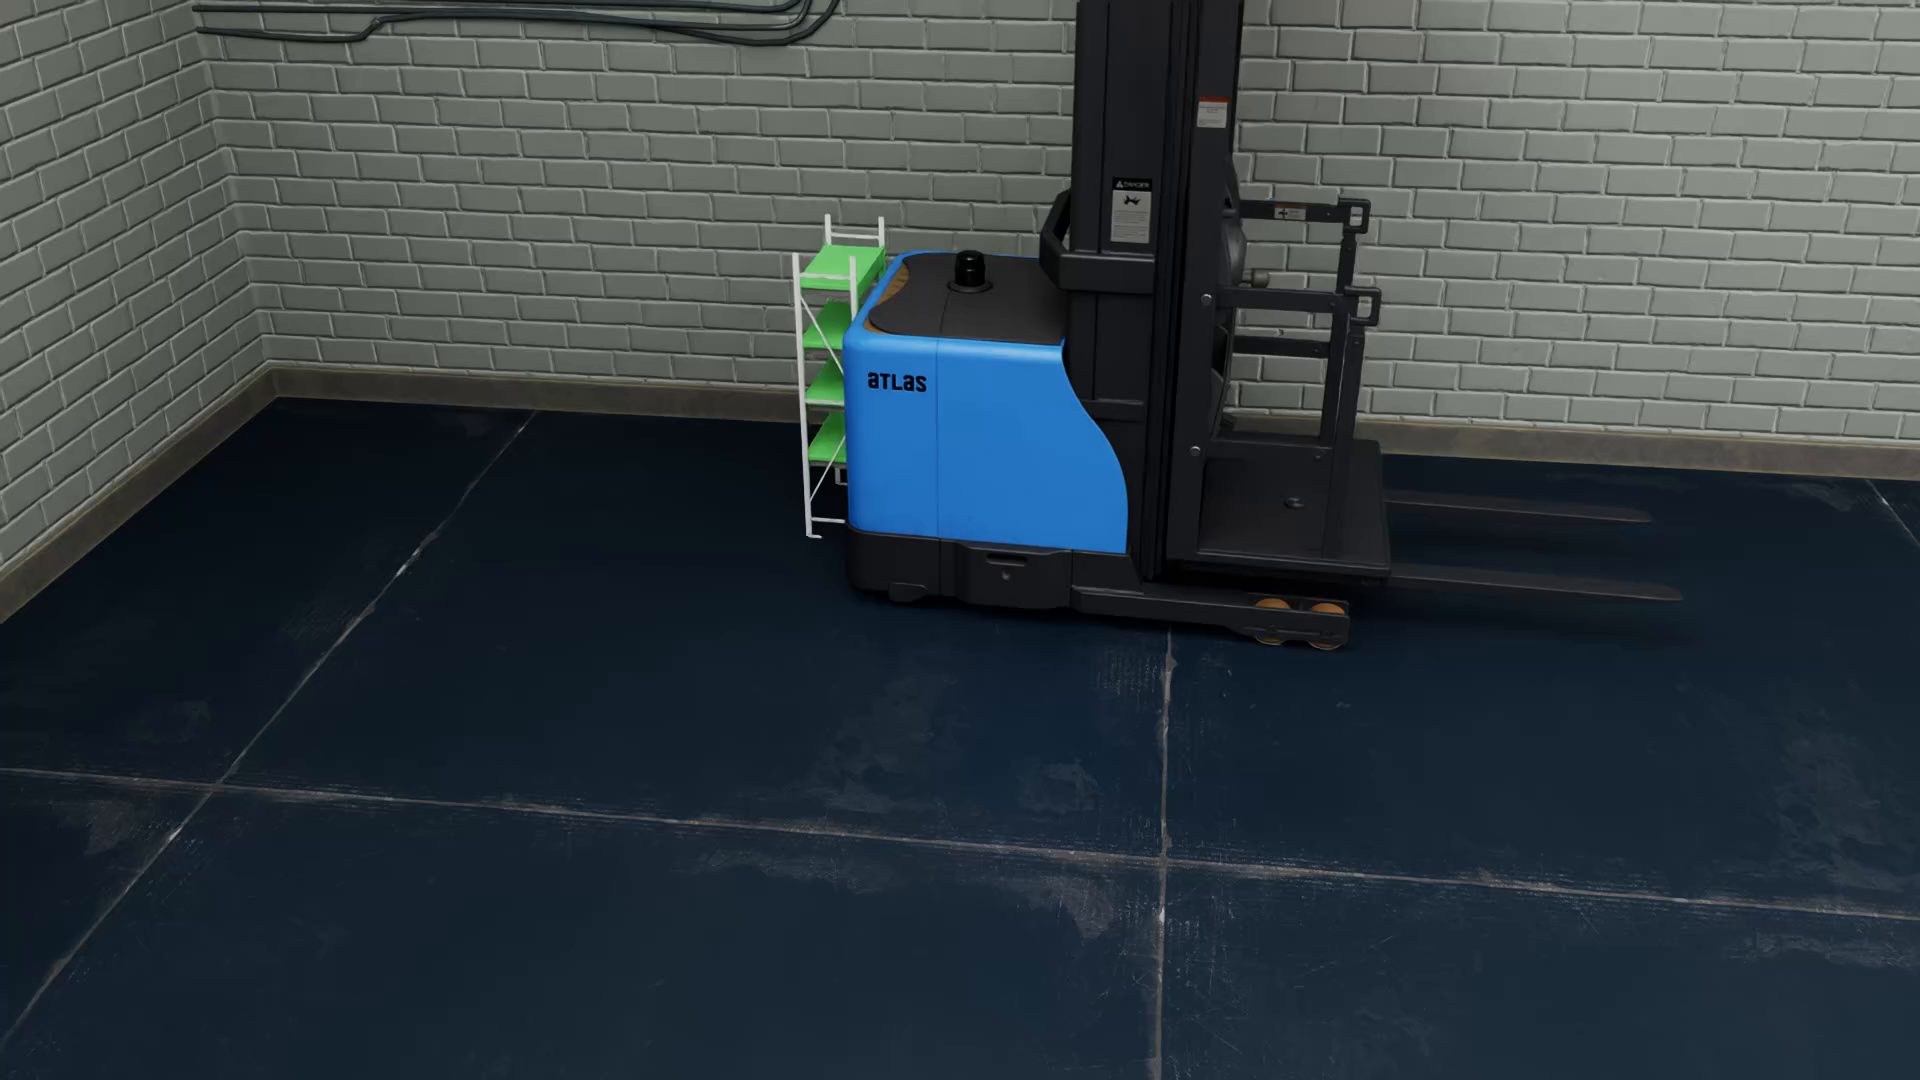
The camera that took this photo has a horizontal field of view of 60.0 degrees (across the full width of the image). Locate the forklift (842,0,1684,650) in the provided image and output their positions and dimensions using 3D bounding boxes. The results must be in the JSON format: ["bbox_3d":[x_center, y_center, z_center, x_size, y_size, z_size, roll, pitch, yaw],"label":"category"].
[{"bbox_3d":[1.135,-1.166,5.825,3.031,2.935,1.130,5,29,9],"label":"forklift"}]

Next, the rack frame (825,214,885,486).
[{"bbox_3d":[-0.419,-0.761,6.897,0.240,1.200,0.015,5,29,9],"label":"rack frame"}]

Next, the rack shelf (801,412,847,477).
[{"bbox_3d":[-0.462,-0.379,6.830,0.258,0.148,0.480,5,29,9],"label":"rack shelf"}]

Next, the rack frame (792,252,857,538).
[{"bbox_3d":[-0.506,-0.533,6.474,0.240,1.200,0.015,5,29,9],"label":"rack frame"}]

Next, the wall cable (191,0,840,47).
[{"bbox_3d":[-1.969,-3.202,6.479,3.097,2.526,0.112,3,28,6],"label":"wall cable"}]

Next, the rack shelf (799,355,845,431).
[{"bbox_3d":[-0.463,-0.591,6.716,0.258,0.148,0.480,5,29,9],"label":"rack shelf"}]

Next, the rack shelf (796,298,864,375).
[{"bbox_3d":[-0.463,-0.802,6.602,0.258,0.148,0.480,5,29,9],"label":"rack shelf"}]

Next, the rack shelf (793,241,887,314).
[{"bbox_3d":[-0.463,-1.013,6.488,0.258,0.148,0.480,5,29,9],"label":"rack shelf"}]

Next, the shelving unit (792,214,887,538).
[{"bbox_3d":[-0.463,-0.647,6.686,0.258,1.200,0.503,5,29,9],"label":"shelving unit"}]
